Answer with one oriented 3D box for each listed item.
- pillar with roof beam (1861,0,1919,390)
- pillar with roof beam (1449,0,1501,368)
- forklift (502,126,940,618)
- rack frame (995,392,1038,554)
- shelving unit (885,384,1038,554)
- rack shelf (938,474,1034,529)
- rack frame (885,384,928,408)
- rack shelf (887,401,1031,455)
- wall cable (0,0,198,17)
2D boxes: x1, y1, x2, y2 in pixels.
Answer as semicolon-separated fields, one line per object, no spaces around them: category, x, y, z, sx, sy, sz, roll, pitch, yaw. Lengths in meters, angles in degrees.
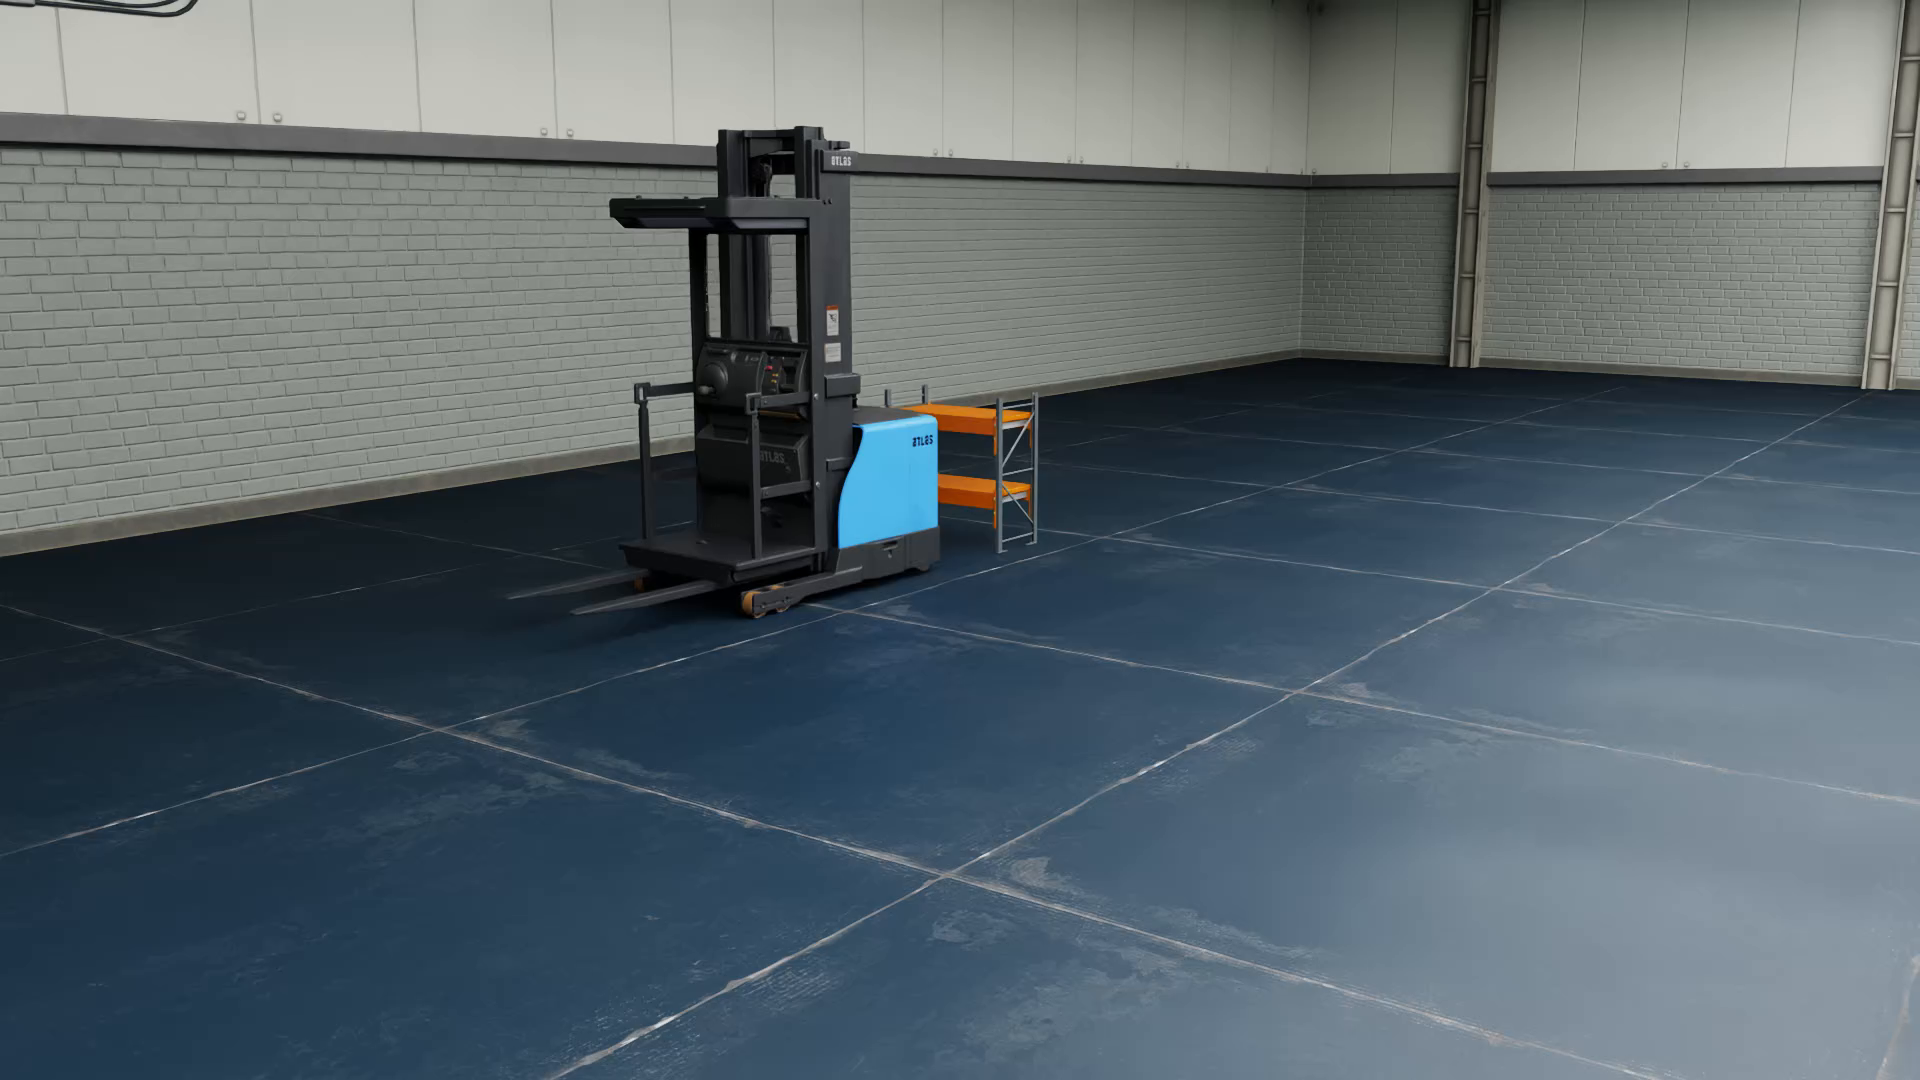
pillar with roof beam;10.529;-5.917;19.424;0.400;9.000;9.100;8;13;36
pillar with roof beam;5.693;-6.592;22.910;0.400;9.000;9.100;8;13;36
forklift;-1.451;-1.073;10.357;1.130;2.935;3.031;9;14;38
rack frame;0.415;-0.494;12.124;0.032;1.125;0.500;8;13;36
shelving unit;0.005;-0.552;12.419;1.048;1.125;0.538;8;13;36
rack shelf;0.005;-0.311;12.465;1.000;0.278;0.538;8;13;36
rack frame;-0.404;-0.609;12.714;0.032;1.125;0.500;8;13;36
rack shelf;0.005;-0.839;12.363;1.000;0.278;0.538;8;13;36
wall cable;-6.363;-6.083;11.329;0.169;6.003;2.305;8;13;36
